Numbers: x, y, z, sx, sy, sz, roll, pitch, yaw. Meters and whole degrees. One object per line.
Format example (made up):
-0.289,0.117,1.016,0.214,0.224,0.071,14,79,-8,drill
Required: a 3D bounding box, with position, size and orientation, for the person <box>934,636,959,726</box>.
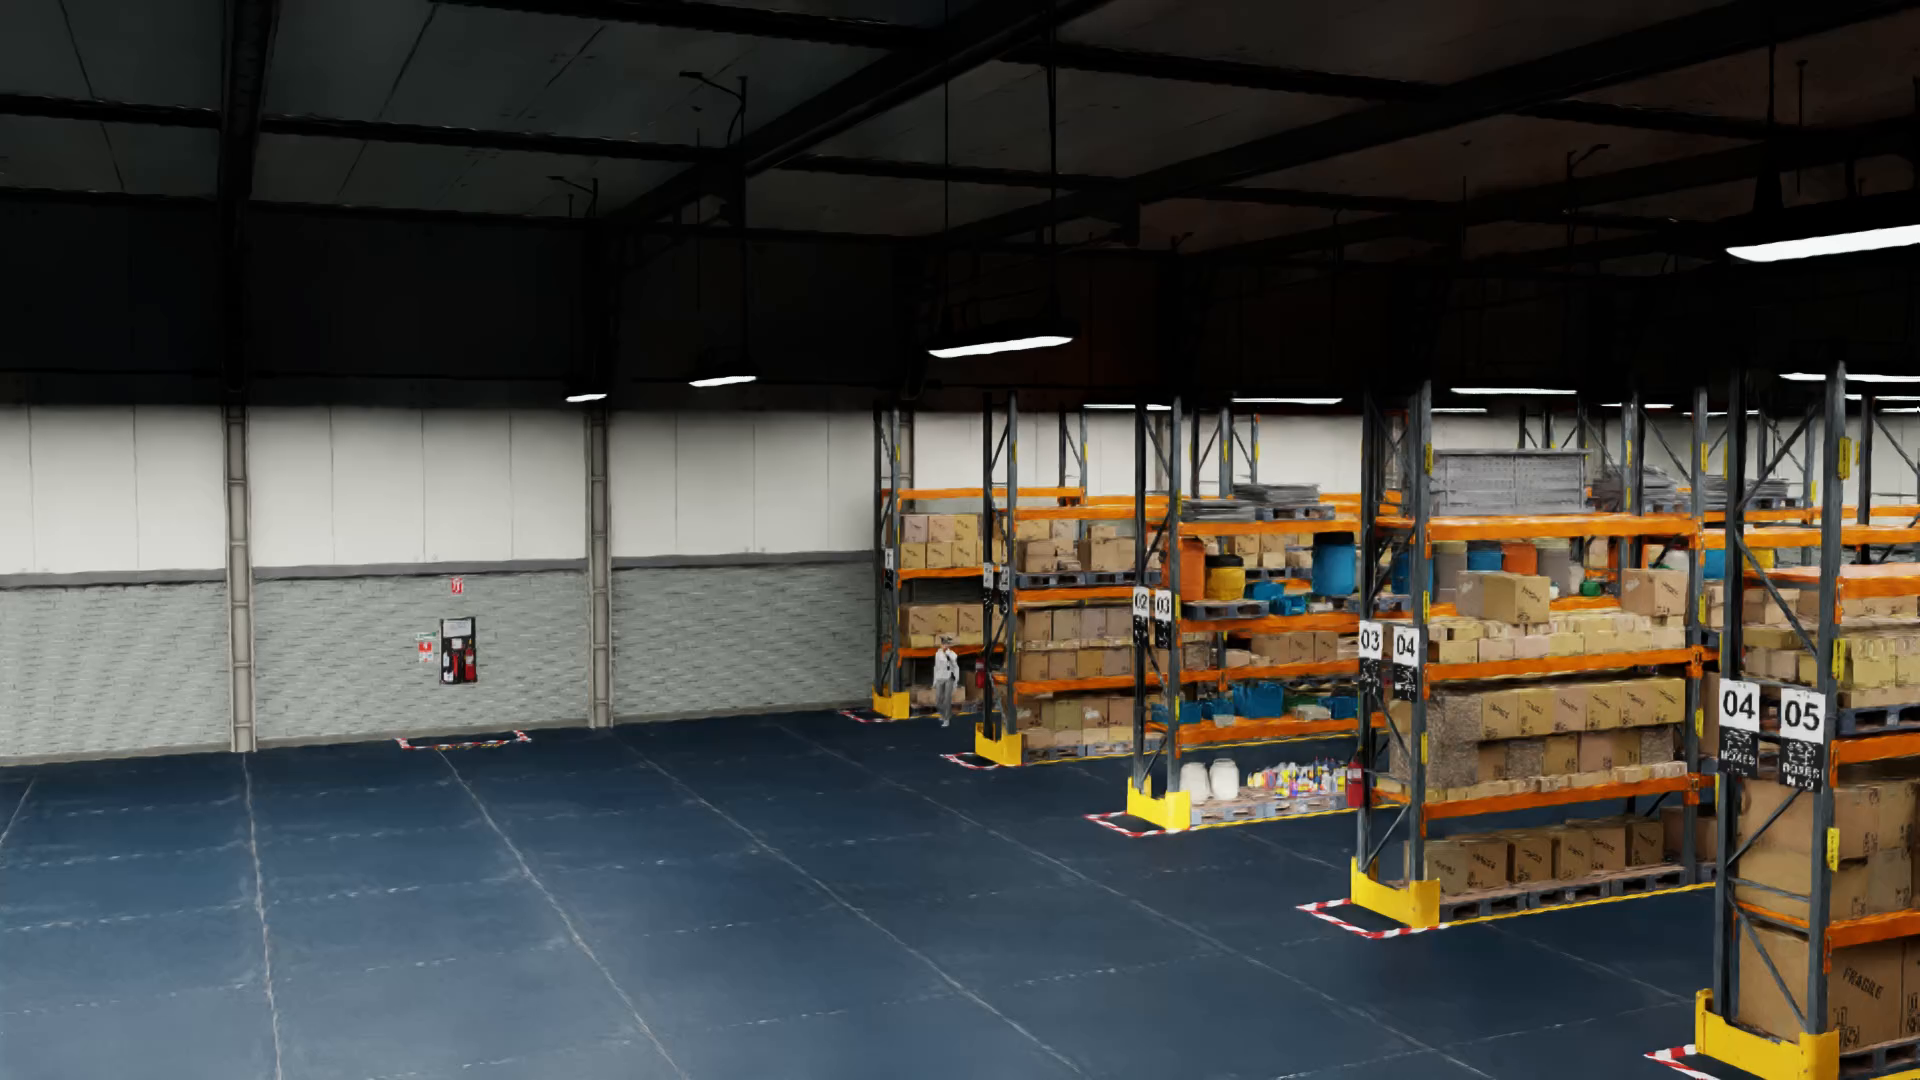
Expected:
-0.232,2.562,30.523,0.522,1.664,0.530,2,4,29,person
